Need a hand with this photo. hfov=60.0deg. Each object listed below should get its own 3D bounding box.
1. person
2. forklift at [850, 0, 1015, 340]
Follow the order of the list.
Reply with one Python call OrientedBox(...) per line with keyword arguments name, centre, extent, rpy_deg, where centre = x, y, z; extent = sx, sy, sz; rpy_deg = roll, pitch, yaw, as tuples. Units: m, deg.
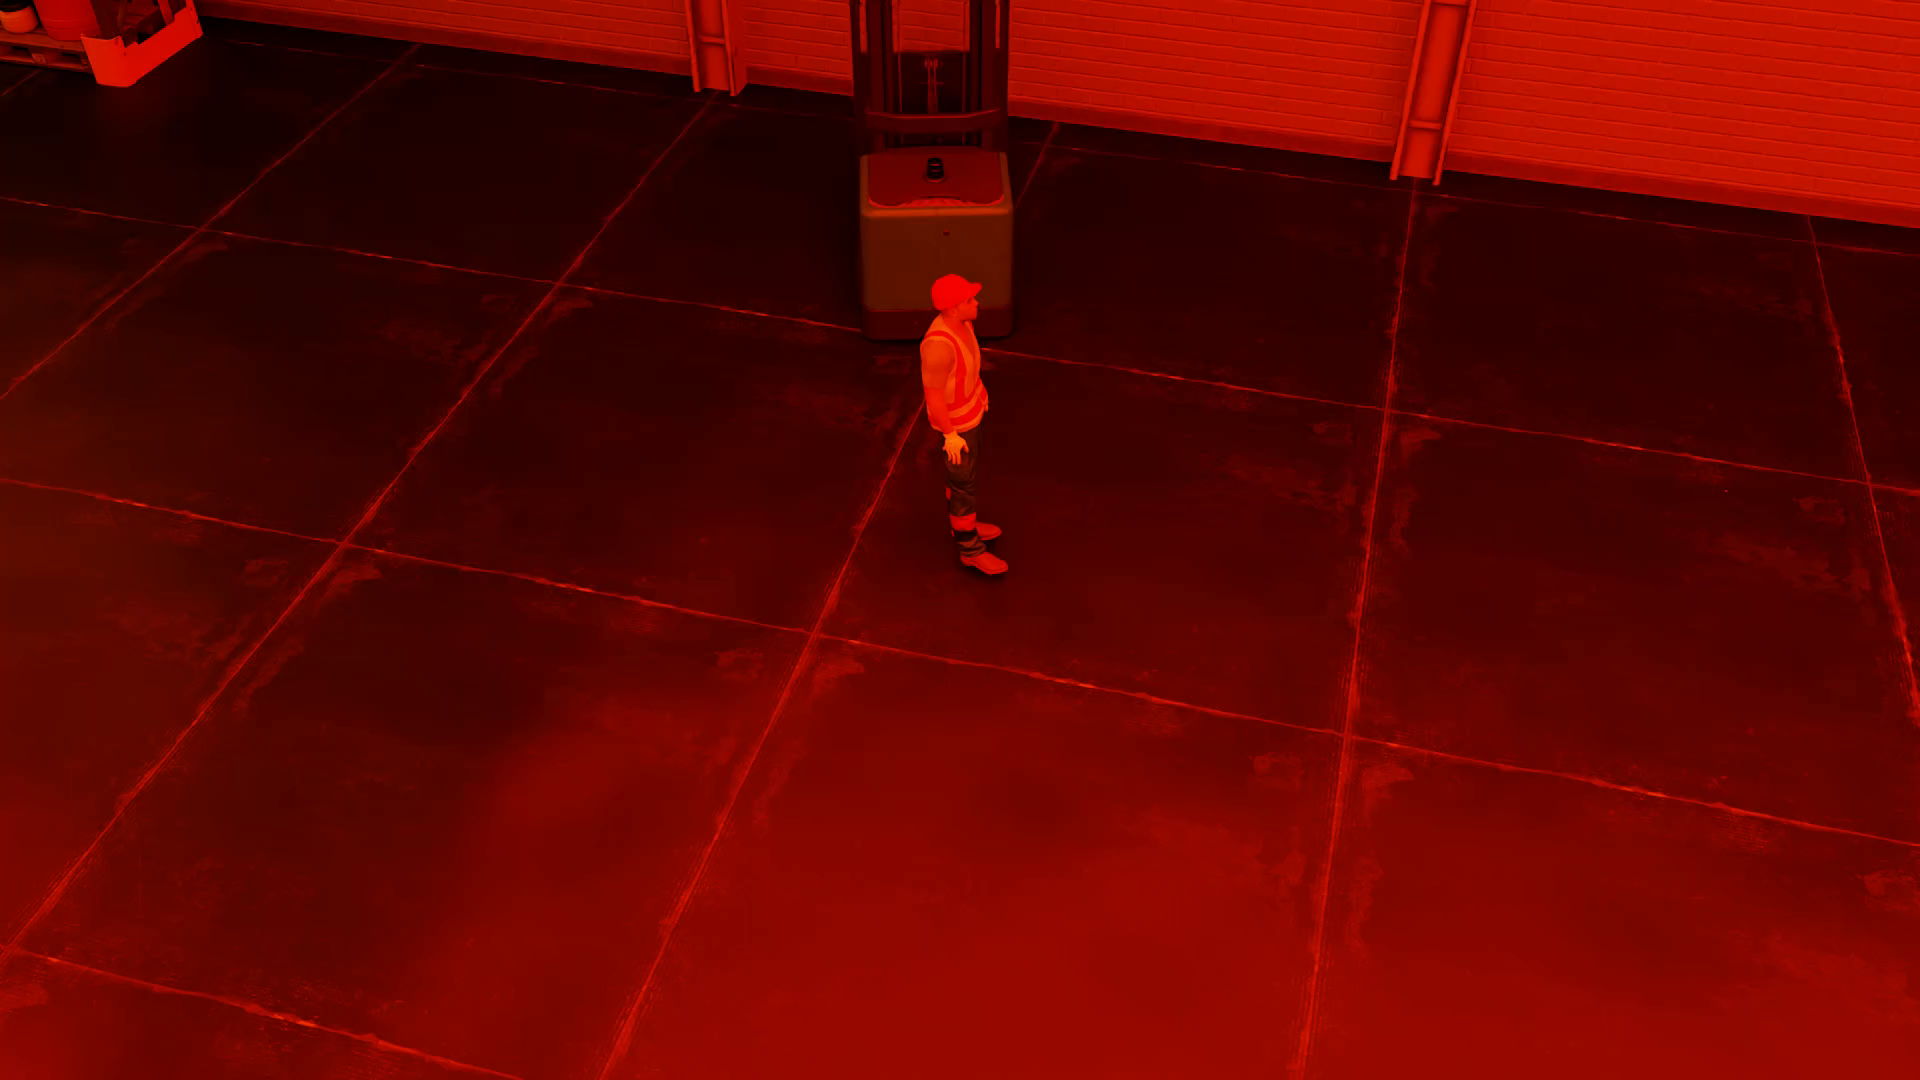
OrientedBox(name="person", centre=(0.074, -0.687, 9.440), extent=(0.564, 1.786, 0.638), rpy_deg=(10, 42, 11))
OrientedBox(name="forklift", centre=(-0.218, -3.448, 11.795), extent=(1.130, 2.935, 3.031), rpy_deg=(-2, 41, -2))
